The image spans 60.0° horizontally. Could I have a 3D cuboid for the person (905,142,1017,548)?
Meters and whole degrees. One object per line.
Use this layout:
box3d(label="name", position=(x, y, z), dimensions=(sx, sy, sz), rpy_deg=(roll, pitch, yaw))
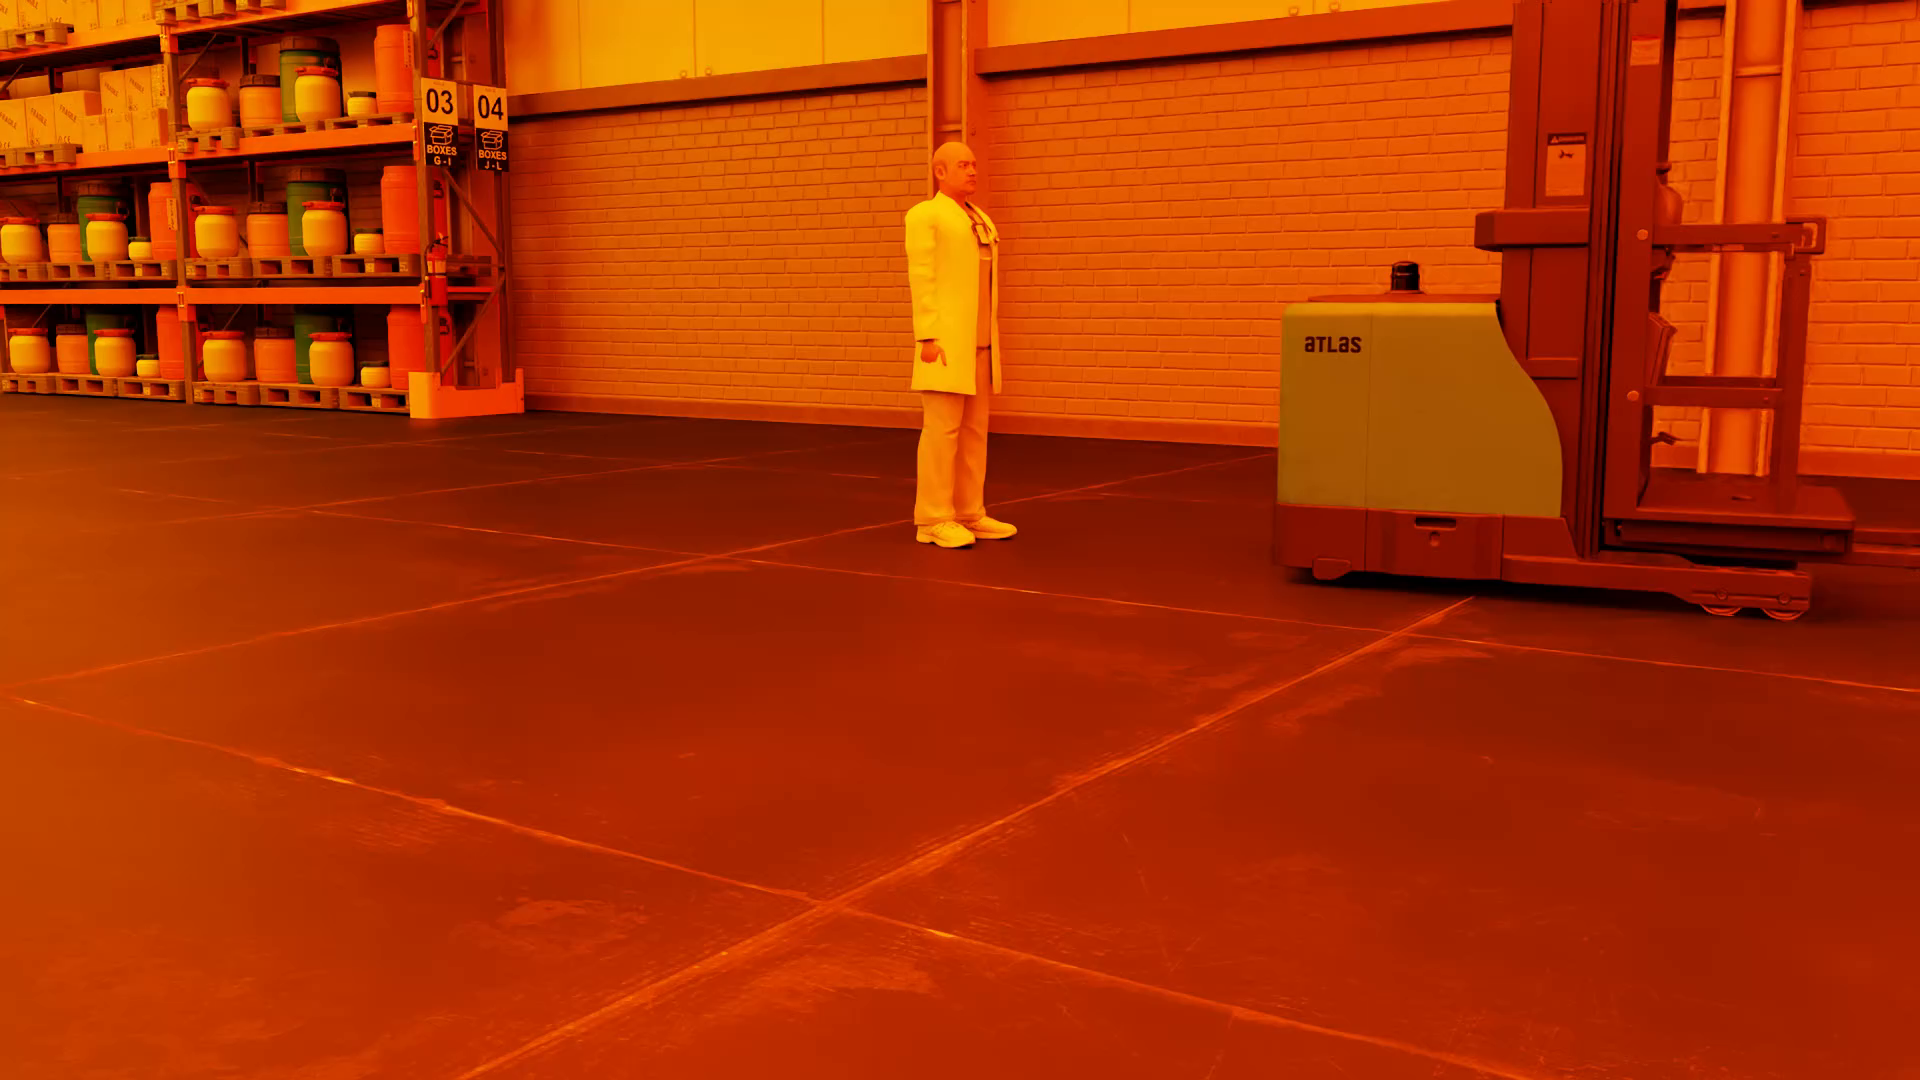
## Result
box3d(label="person", position=(0.022, -0.882, 7.476), dimensions=(0.389, 1.782, 0.551), rpy_deg=(5, 10, 34))

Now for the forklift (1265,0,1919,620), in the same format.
box3d(label="forklift", position=(2.750, -1.263, 6.072), dimensions=(3.031, 2.935, 1.130), rpy_deg=(4, 9, 24))
